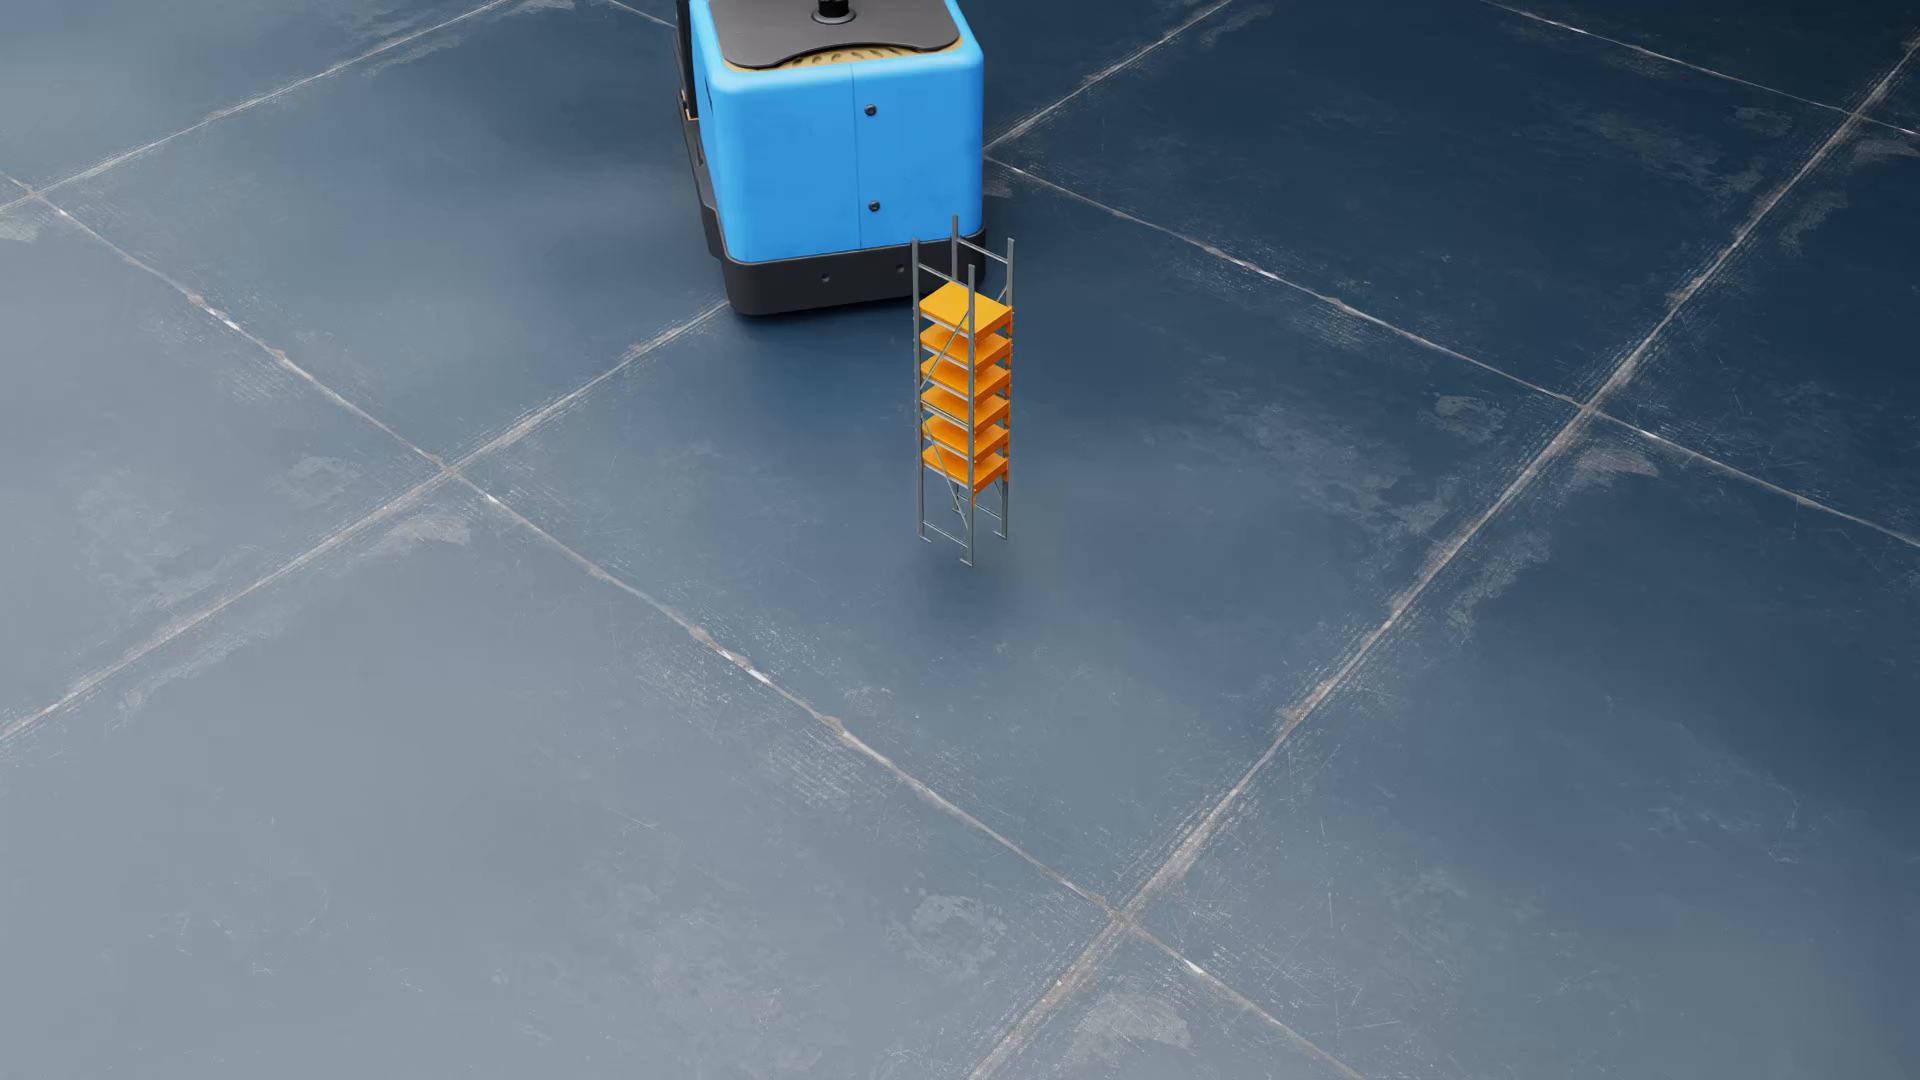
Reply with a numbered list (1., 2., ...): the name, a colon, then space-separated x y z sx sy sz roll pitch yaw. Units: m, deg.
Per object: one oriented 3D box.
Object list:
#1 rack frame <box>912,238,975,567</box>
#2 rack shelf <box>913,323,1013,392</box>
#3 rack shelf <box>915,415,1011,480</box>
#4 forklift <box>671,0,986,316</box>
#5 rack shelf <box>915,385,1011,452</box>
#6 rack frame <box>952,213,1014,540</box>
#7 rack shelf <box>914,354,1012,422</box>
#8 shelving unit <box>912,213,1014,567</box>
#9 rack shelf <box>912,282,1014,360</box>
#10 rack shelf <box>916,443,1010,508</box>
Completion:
1. rack frame: -0.050 -0.404 5.303 0.240 1.200 0.006 29 50 28
2. rack shelf: 0.009 -0.596 5.223 0.258 0.103 0.180 29 50 28
3. rack shelf: 0.009 -0.330 5.465 0.258 0.103 0.180 29 50 28
4. forklift: -0.729 -2.982 6.851 1.130 2.935 3.031 -9 43 -10
5. rack shelf: 0.009 -0.419 5.384 0.258 0.103 0.180 29 50 28
6. rack frame: 0.068 -0.498 5.406 0.240 1.200 0.006 29 50 28
7. rack shelf: 0.009 -0.507 5.304 0.258 0.103 0.180 29 50 28
8. shelving unit: 0.009 -0.451 5.355 0.258 1.200 0.189 29 50 28
9. rack shelf: 0.009 -0.685 5.142 0.258 0.103 0.180 29 50 28
10. rack shelf: 0.009 -0.241 5.546 0.258 0.103 0.180 29 50 28
